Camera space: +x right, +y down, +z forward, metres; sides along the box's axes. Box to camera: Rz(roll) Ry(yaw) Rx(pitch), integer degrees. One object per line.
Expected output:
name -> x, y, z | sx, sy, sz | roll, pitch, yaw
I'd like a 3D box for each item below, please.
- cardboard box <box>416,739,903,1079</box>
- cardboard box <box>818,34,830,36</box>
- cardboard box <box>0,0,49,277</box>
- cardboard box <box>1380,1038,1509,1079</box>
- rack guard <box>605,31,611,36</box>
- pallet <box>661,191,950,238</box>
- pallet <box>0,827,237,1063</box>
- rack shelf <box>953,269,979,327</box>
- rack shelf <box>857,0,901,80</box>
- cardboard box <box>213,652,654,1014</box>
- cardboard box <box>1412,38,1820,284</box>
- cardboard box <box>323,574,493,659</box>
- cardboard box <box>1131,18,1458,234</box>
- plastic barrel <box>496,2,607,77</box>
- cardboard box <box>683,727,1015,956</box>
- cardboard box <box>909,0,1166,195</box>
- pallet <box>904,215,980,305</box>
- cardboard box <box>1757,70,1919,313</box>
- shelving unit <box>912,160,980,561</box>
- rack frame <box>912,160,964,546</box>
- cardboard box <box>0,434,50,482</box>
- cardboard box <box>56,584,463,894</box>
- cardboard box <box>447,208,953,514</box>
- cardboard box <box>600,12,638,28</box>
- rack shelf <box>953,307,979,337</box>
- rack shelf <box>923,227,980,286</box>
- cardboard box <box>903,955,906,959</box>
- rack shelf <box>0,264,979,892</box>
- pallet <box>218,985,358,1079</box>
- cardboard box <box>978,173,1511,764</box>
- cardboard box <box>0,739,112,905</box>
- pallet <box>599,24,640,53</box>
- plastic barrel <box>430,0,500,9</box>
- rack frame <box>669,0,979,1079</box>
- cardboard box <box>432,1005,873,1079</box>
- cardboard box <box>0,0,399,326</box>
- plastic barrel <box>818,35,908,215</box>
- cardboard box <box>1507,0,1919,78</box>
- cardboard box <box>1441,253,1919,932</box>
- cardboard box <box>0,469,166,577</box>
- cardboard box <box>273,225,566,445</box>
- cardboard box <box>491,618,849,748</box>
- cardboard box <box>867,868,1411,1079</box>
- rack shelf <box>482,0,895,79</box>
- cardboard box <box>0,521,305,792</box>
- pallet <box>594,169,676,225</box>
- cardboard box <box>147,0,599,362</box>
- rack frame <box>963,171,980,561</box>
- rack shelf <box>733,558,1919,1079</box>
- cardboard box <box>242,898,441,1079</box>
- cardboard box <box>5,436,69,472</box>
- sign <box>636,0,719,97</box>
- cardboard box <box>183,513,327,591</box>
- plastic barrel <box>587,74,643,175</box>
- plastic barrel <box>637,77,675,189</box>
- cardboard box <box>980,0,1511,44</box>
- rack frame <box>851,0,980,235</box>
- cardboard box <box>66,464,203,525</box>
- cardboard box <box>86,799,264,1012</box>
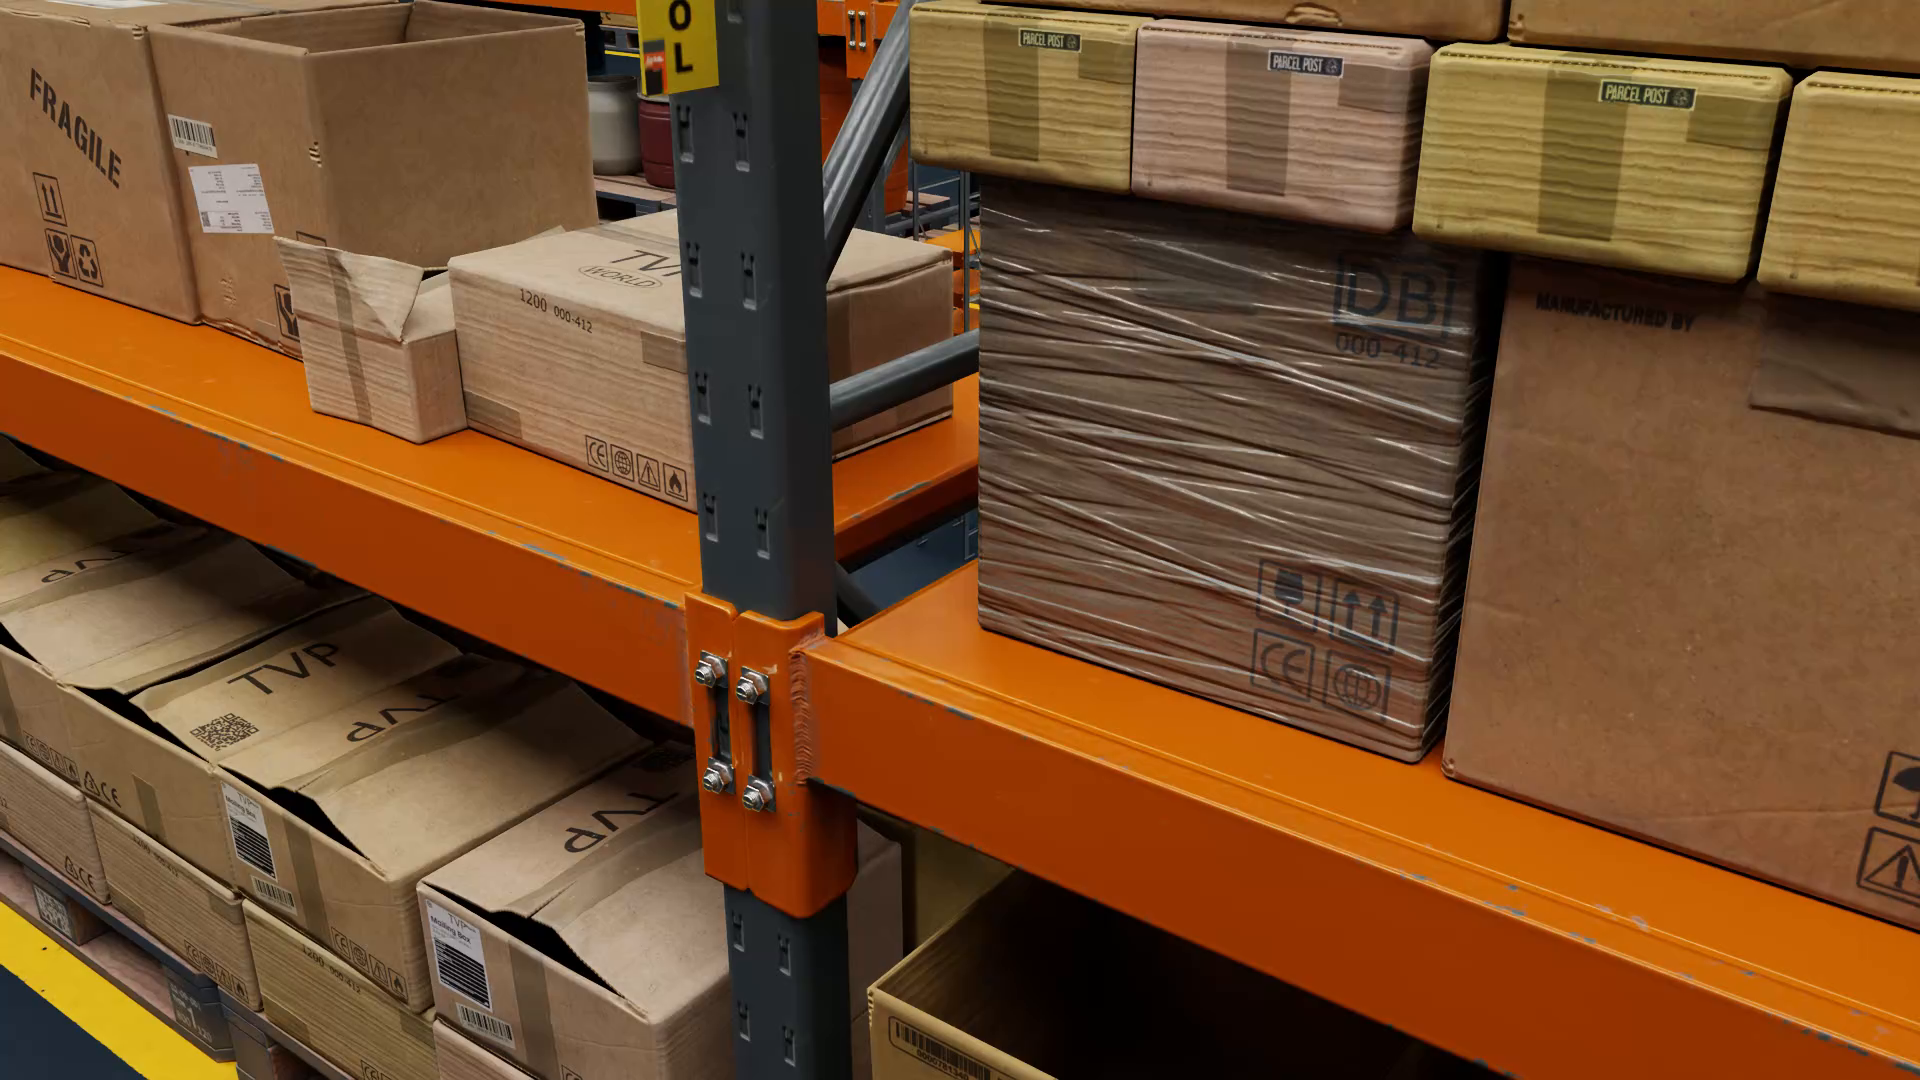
cardboard box -> -0.433, 0.555, 2.463 | 0.500, 0.311, 0.500 | 17, 29, 33
cardboard box -> -0.875, -4.784, 14.502 | 0.875, 0.875, 0.875 | 17, 29, 33
cardboard box -> -1.786, -0.861, 3.361 | 0.500, 0.500, 0.500 | 15, 28, 31
cardboard box -> 0.651, 0.806, 1.661 | 0.500, 0.500, 0.500 | 17, 29, 33
rack guard -> -3.615, -5.208, 16.450 | 0.348, 0.500, 1.175 | 17, 29, 33
pallet -> -0.820, -1.714, 8.879 | 1.213, 0.211, 1.003 | 17, 29, 33
pallet -> -1.531, 0.567, 3.702 | 1.213, 0.211, 1.003 | 17, 29, 33
rack shelf -> 0.012, -0.725, 4.921 | 0.180, 0.103, 0.258 | 17, 29, 33
rack shelf -> 1.436, -2.000, 6.962 | 4.000, 0.370, 1.077 | 17, 29, 33
cardboard box -> -0.853, 0.431, 2.744 | 0.500, 0.311, 0.500 | 18, 29, 35
cardboard box -> 0.570, -0.341, 1.376 | 0.250, 0.149, 0.380 | 16, 28, 32
cardboard box -> -0.931, 0.133, 3.422 | 0.500, 0.311, 0.500 | 16, 28, 32
cardboard box -> 0.362, -0.403, 1.517 | 0.250, 0.149, 0.380 | 17, 29, 34
plastic barrel -> -2.373, -2.704, 9.749 | 0.708, 0.901, 0.600 | 17, 29, 33
cardboard box -> -0.119, 0.380, 2.860 | 0.500, 0.311, 0.500 | 17, 29, 33
cardboard box -> 0.162, -0.464, 1.654 | 0.250, 0.149, 0.380 | 17, 29, 33
pallet -> 0.432, -1.337, 8.024 | 1.213, 0.211, 1.003 | 17, 29, 33
cardboard box -> 0.781, -0.278, 1.233 | 0.250, 0.149, 0.380 | 17, 29, 33
shelving unit -> 0.012, -0.546, 5.000 | 0.189, 1.200, 0.258 | 17, 29, 33
rack frame -> -0.062, -0.568, 5.050 | 0.006, 1.200, 0.240 | 17, 29, 33
cardboard box -> -2.470, -0.061, 3.862 | 0.500, 0.311, 0.500 | 16, 28, 32
cardboard box -> -1.251, 0.310, 3.020 | 0.500, 0.311, 0.500 | 17, 29, 33
cardboard box -> -0.357, -0.285, 2.363 | 0.500, 0.250, 0.500 | 19, 30, 36
cardboard box -> -3.035, -5.437, 15.983 | 0.875, 0.875, 0.875 | 17, 29, 33
rack shelf -> 0.012, -0.615, 4.970 | 0.180, 0.103, 0.258 | 17, 29, 33
rack shelf -> 0.012, -0.834, 4.873 | 0.180, 0.103, 0.258 | 17, 29, 33
cardboard box -> -0.111, 0.640, 2.967 | 0.500, 0.250, 0.500 | 16, 28, 32
rack shelf -> -1.538, -0.403, 3.337 | 4.000, 0.370, 1.077 | 17, 29, 33
pallet -> -0.550, 0.862, 3.032 | 1.213, 0.211, 1.003 | 17, 29, 33
cardboard box -> 0.422, -0.189, 1.835 | 0.500, 0.500, 0.700 | 16, 28, 32
cardboard box -> -1.663, 0.441, 3.419 | 0.500, 0.250, 0.500 | 18, 29, 34
pallet -> -2.909, -4.902, 16.113 | 1.213, 0.211, 1.003 | 17, 29, 33
plastic barrel -> -2.940, -2.875, 10.138 | 0.708, 0.901, 0.600 | 17, 29, 33
rack frame -> 0.063, -0.249, 2.094 | 0.127, 3.000, 1.000 | 17, 29, 33
cardboard box -> -0.443, 0.811, 2.579 | 0.500, 0.250, 0.500 | 16, 29, 33
cardboard box -> -1.364, -0.734, 3.072 | 0.500, 0.500, 0.500 | 17, 29, 33
plastic barrel -> -0.566, -2.125, 8.524 | 0.708, 0.830, 0.600 | 17, 29, 33
cardboard box -> 0.827, -0.661, 1.297 | 0.500, 0.500, 0.700 | 17, 29, 33
cardboard box -> 0.847, -0.064, 1.551 | 0.500, 0.500, 0.700 | 16, 29, 33
cardboard box -> -2.063, 0.063, 3.580 | 0.500, 0.311, 0.500 | 16, 28, 32
cardboard box -> -0.751, -0.341, 2.470 | 0.258, 0.266, 0.396 | 16, 28, 32
cardboard box -> -0.516, 0.258, 3.139 | 0.500, 0.311, 0.500 | 16, 29, 33
cardboard box -> 0.246, 0.687, 1.929 | 0.500, 0.500, 0.500 | 17, 29, 33
rack shelf -> -1.765, -2.968, 9.158 | 4.000, 0.370, 1.077 | 17, 29, 33
cardboard box -> -1.651, 0.187, 3.299 | 0.500, 0.311, 0.500 | 16, 29, 33
pallet -> -1.792, -2.010, 9.549 | 1.213, 0.211, 1.003 | 17, 29, 33
cardboard box -> -0.964, -0.613, 2.797 | 0.500, 0.500, 0.500 | 19, 30, 37
rack frame -> 0.085, -0.523, 4.950 | 0.006, 1.200, 0.240 | 17, 29, 33
rack shelf -> 1.663, 0.564, 1.142 | 4.000, 0.370, 1.077 | 17, 29, 33
cardboard box -> -0.847, 0.688, 2.858 | 0.500, 0.250, 0.500 | 16, 29, 33
cardboard box -> -2.151, -0.236, 4.259 | 0.500, 0.311, 0.500 | 16, 29, 33
sign -> -0.255, -0.565, 1.474 | 0.005, 0.325, 0.100 | 17, 29, 33
cardboard box -> -1.350, 0.009, 3.703 | 0.500, 0.311, 0.500 | 18, 29, 35
plastic barrel -> -1.975, -2.361, 9.452 | 0.421, 0.512, 0.421 | 0, 24, 0
plastic barrel -> -1.470, -2.288, 9.192 | 0.708, 0.588, 0.600 | 17, 29, 33
cardboard box -> 0.422, -0.783, 1.574 | 0.500, 0.500, 0.700 | 17, 29, 34
rack frame -> -0.164, -2.813, 7.915 | 0.127, 3.000, 1.000 | 17, 29, 33
cardboard box -> -1.749, -0.113, 3.980 | 0.500, 0.311, 0.500 | 17, 29, 33
cardboard box -> -1.256, 0.564, 3.139 | 0.500, 0.250, 0.500 | 18, 29, 34
